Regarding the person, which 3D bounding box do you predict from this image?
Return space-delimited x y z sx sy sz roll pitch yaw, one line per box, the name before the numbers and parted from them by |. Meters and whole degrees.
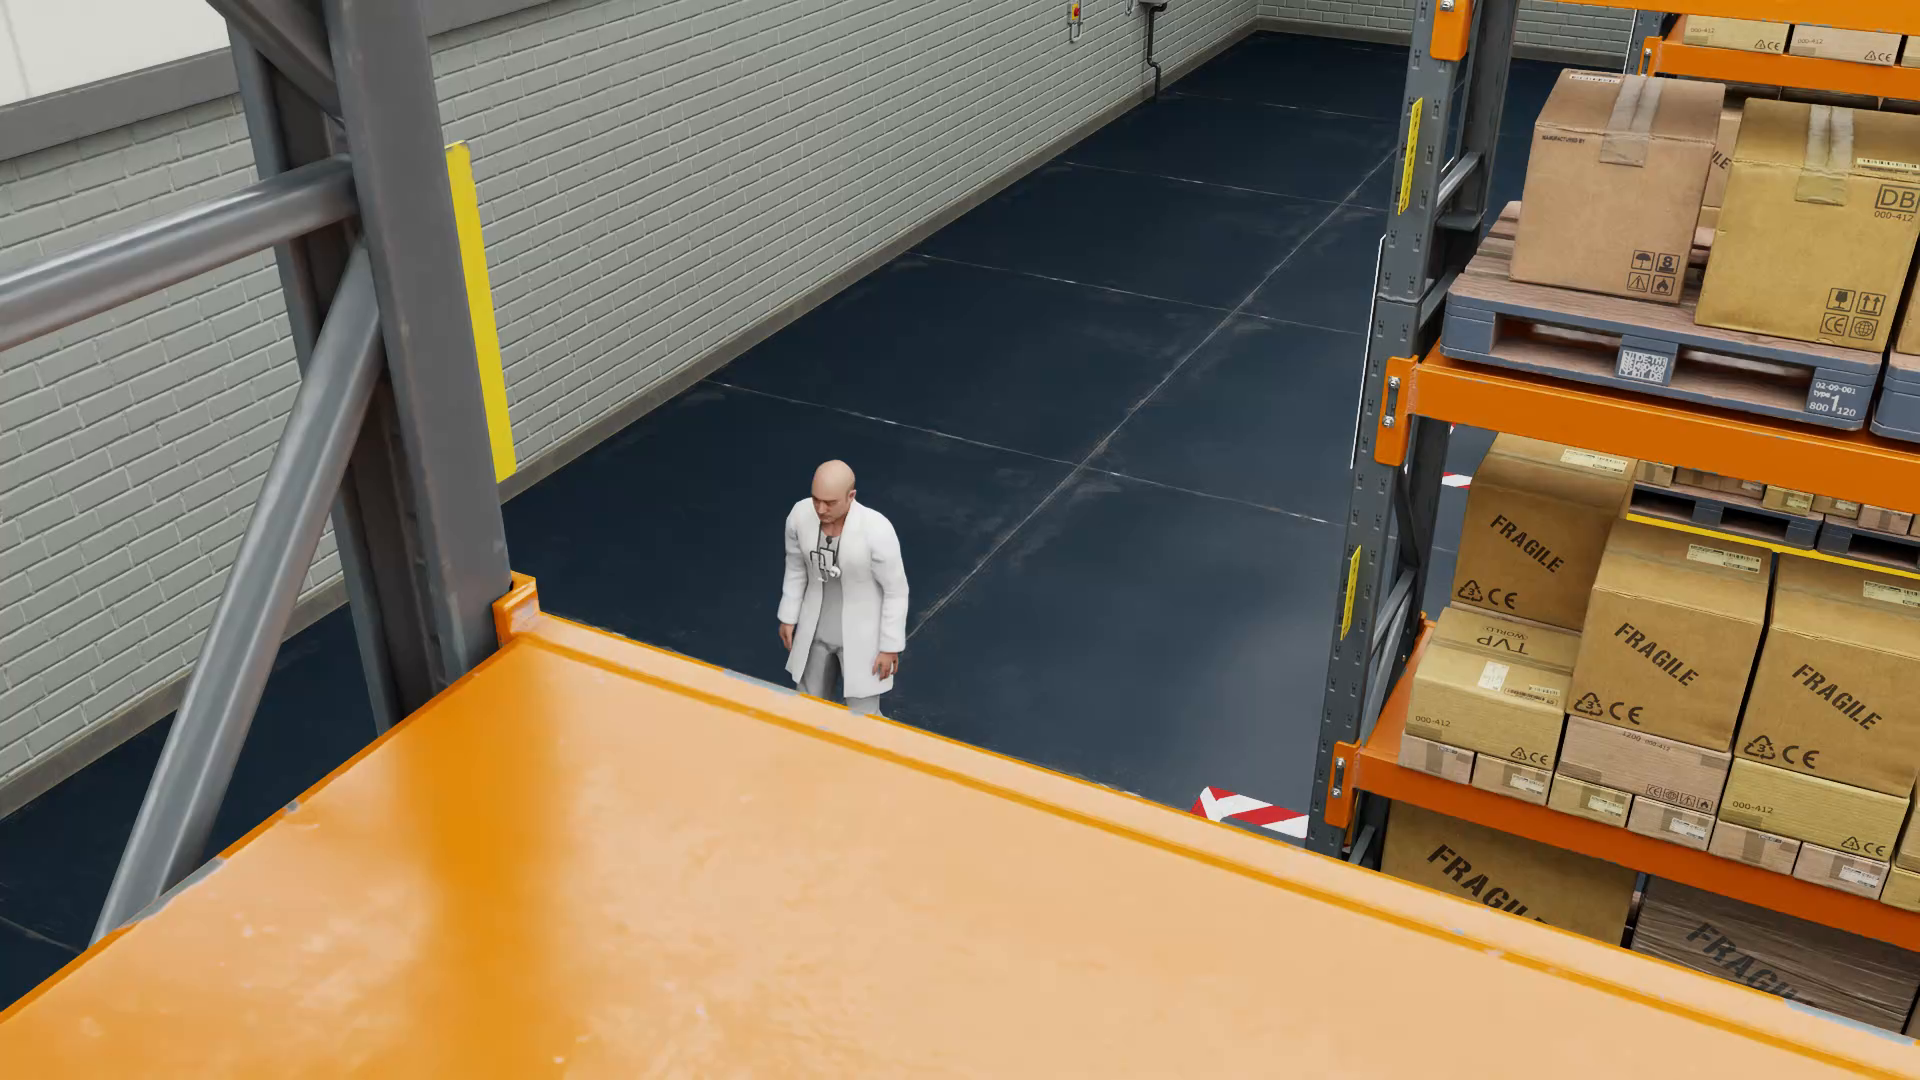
person | -0.531 0.423 7.401 0.640 1.773 0.426 14 33 23
